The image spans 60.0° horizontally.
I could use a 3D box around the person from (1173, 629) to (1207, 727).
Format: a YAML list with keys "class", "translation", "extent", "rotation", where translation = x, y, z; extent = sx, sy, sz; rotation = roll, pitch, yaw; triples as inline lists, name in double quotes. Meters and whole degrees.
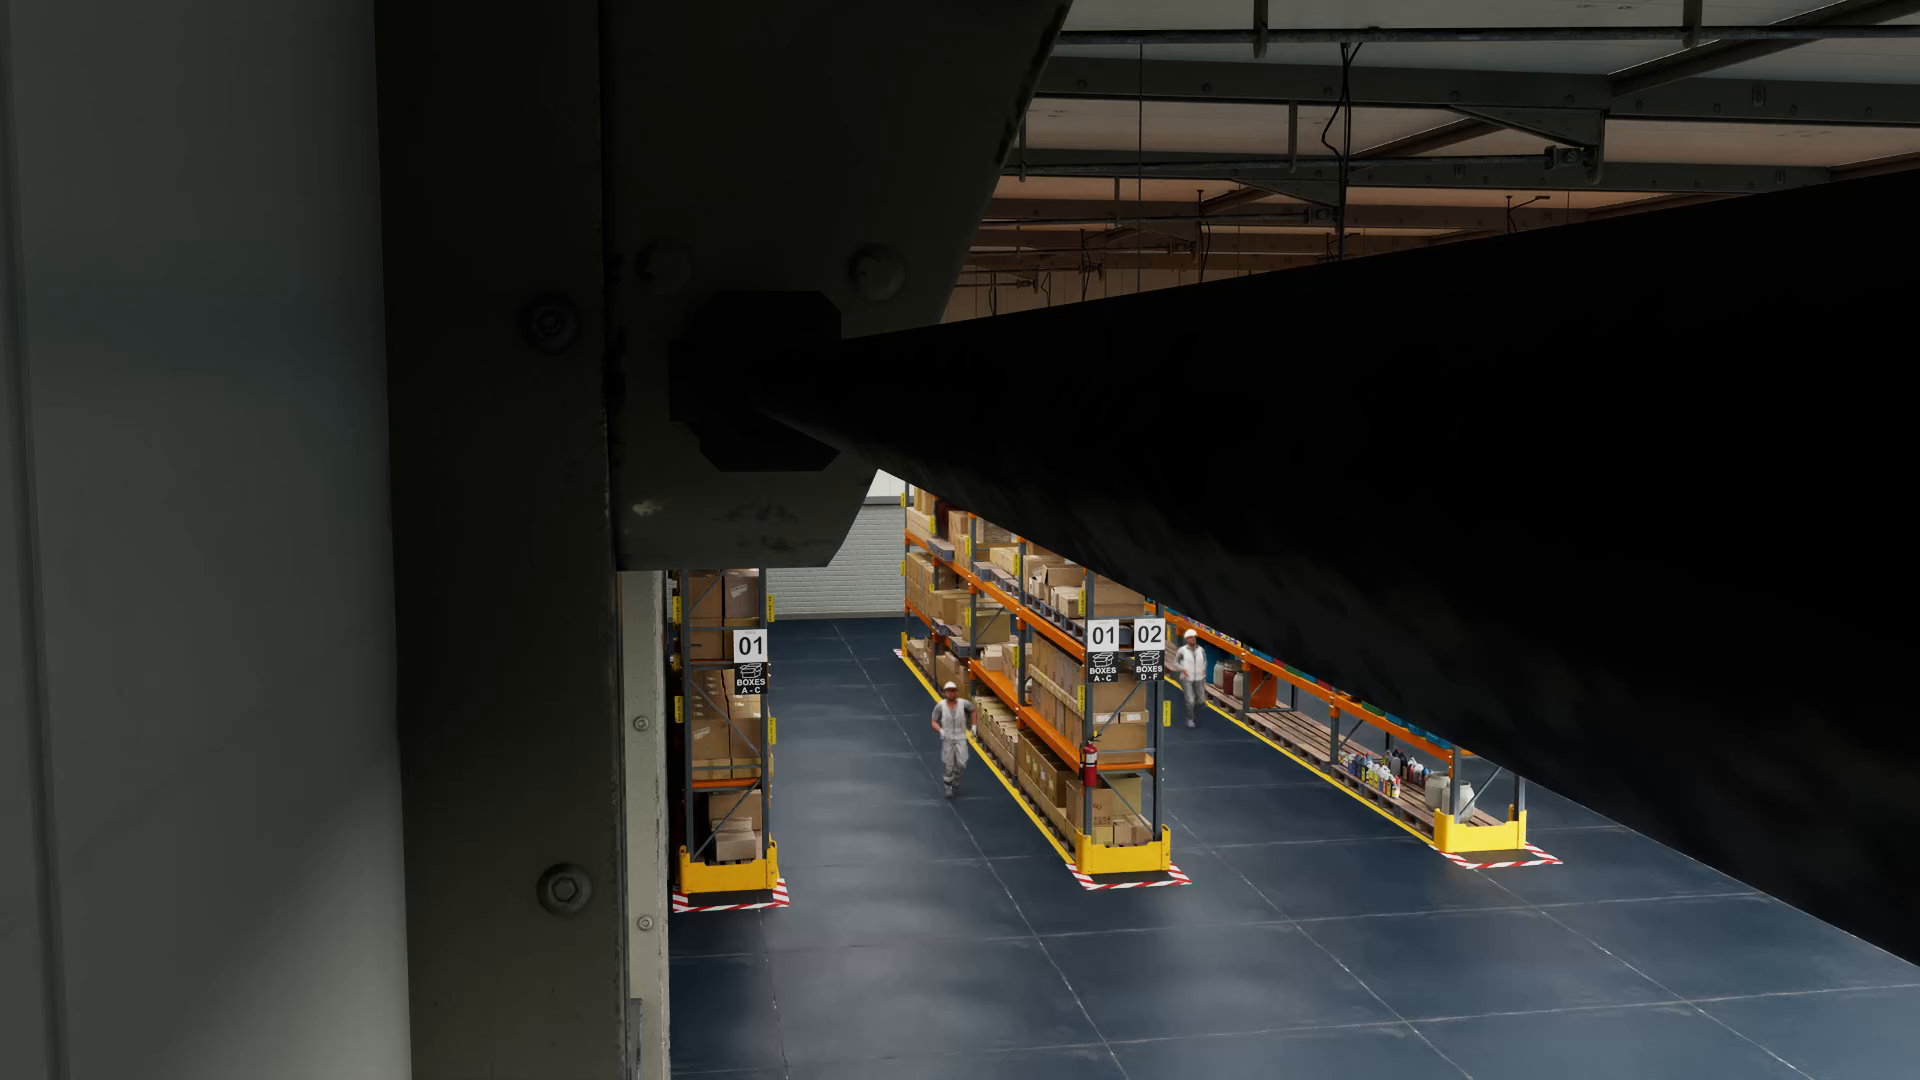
- class: "person"
  translation: [4.083, 2.436, 29.289]
  extent: [0.655, 1.722, 0.604]
  rotation: [-1, 6, -13]

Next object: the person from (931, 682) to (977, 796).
- class: "person"
  translation: [-0.078, 2.937, 24.380]
  extent: [0.693, 1.737, 0.699]
  rotation: [0, 6, -3]
